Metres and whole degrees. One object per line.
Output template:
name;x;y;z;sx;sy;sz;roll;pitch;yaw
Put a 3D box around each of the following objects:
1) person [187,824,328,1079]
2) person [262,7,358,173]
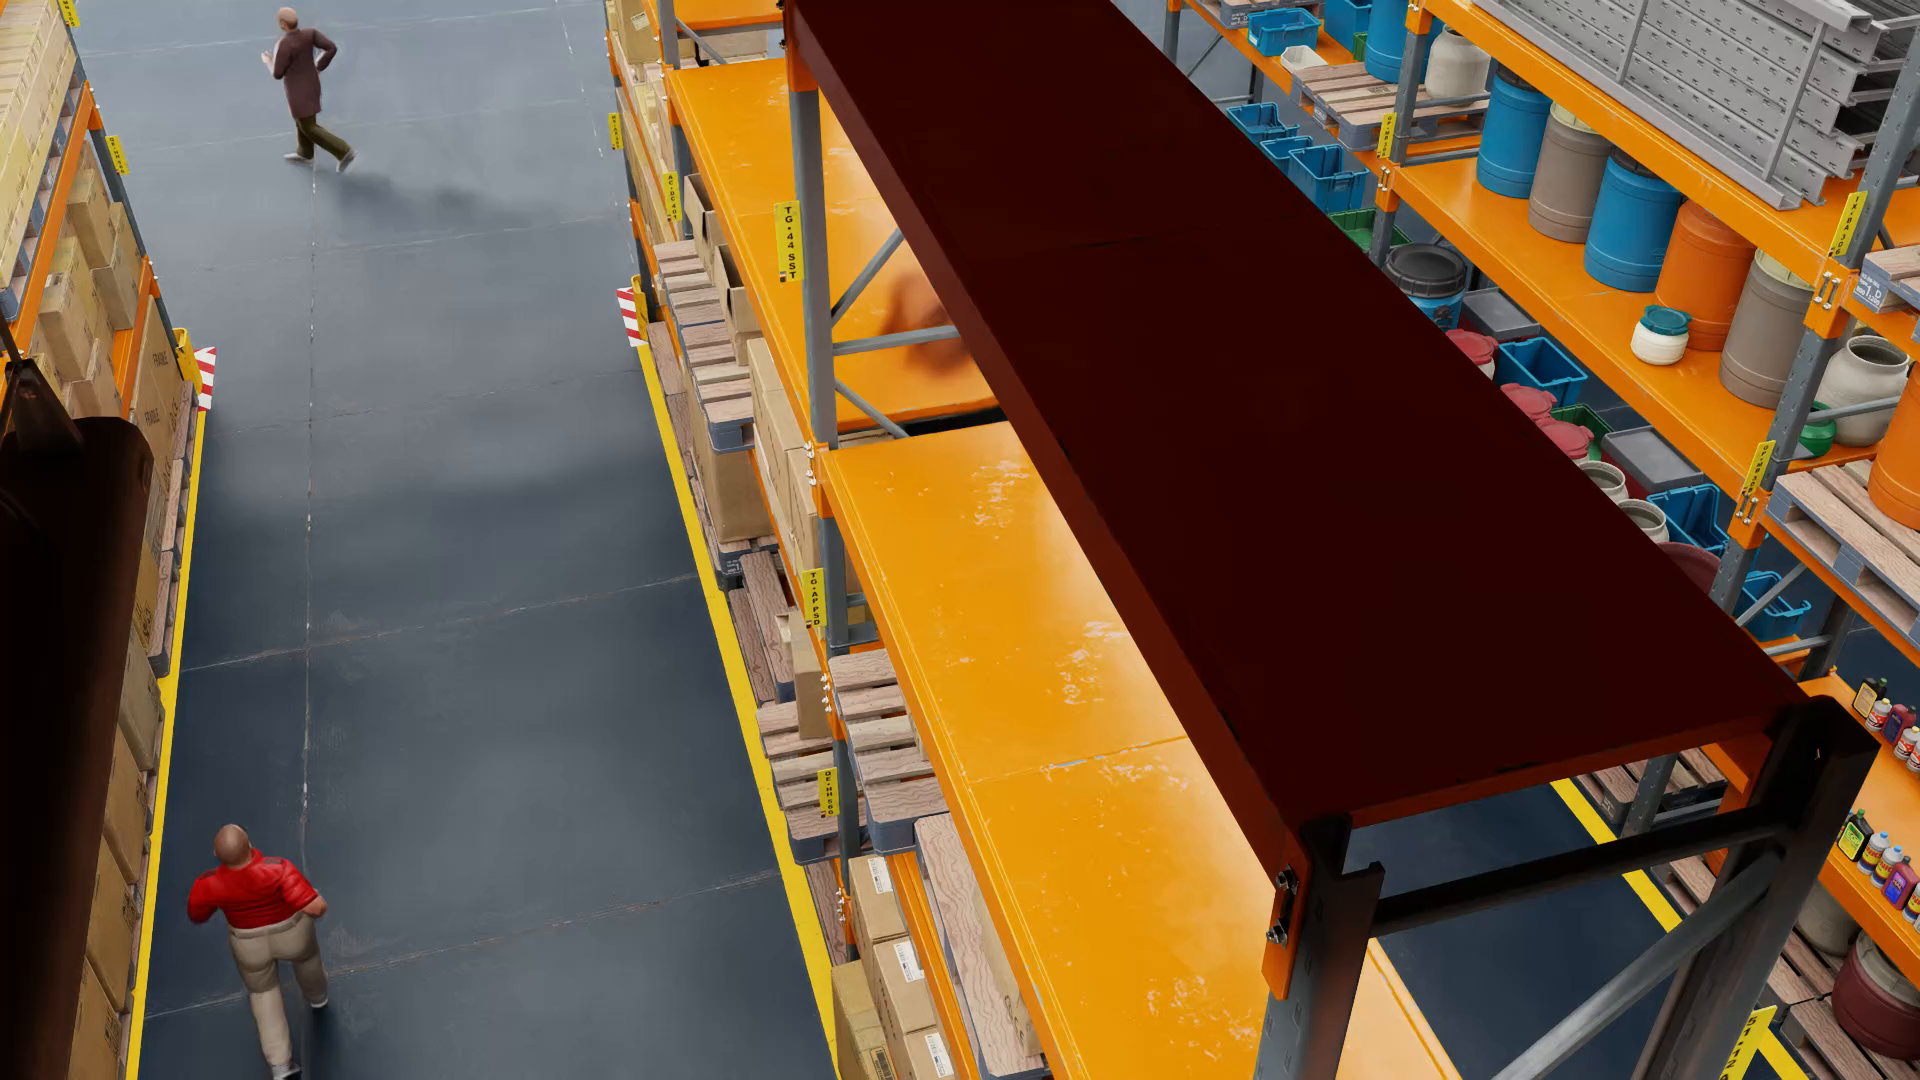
person;-3.636;2.098;8.784;0.672;1.700;0.953;-12;40;-15
person;-6.798;-4.666;17.253;1.058;1.754;0.709;11;40;14
